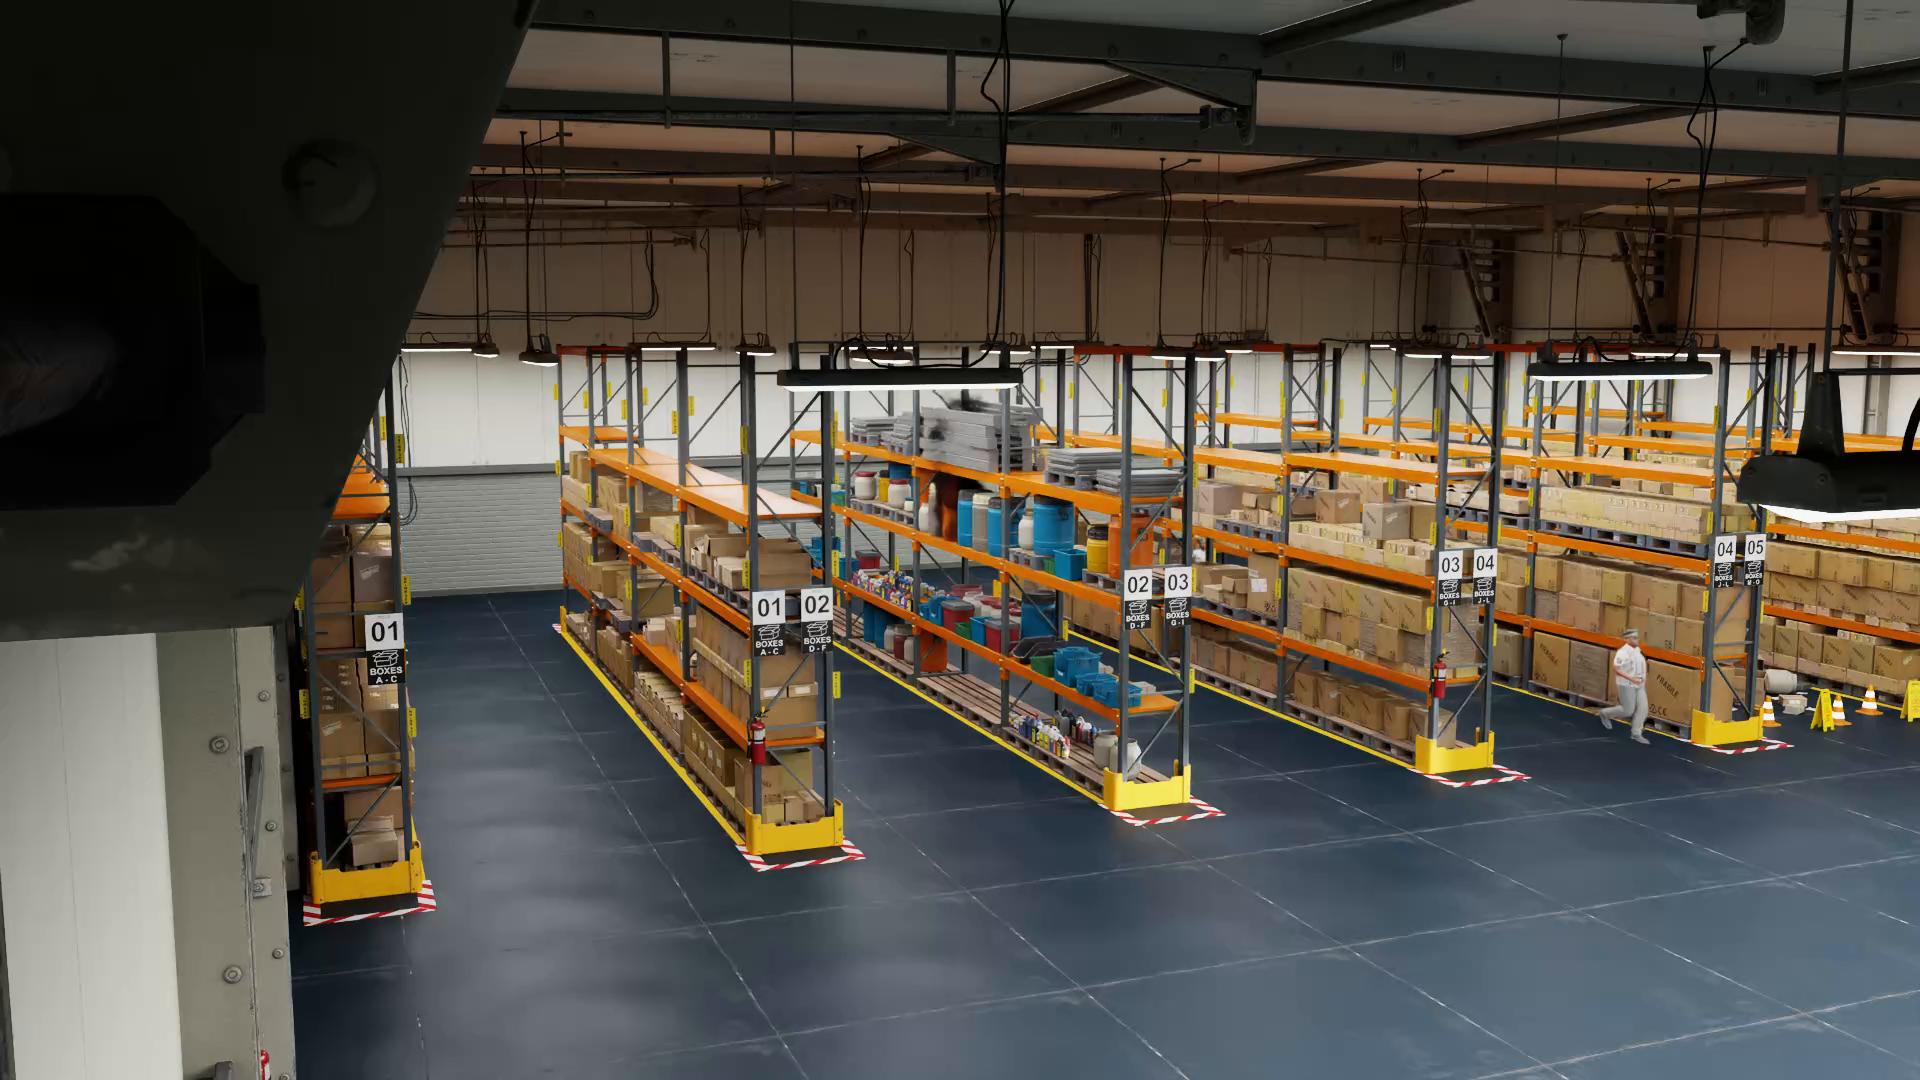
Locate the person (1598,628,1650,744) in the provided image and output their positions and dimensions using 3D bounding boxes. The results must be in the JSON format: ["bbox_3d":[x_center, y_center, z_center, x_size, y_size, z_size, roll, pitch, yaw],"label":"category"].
[{"bbox_3d":[10.323,2.224,25.665,0.663,1.772,0.792,-5,9,-35],"label":"person"}]

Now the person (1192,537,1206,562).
[{"bbox_3d":[5.401,0.795,36.965,0.590,1.741,0.685,-2,8,-17],"label":"person"}]
